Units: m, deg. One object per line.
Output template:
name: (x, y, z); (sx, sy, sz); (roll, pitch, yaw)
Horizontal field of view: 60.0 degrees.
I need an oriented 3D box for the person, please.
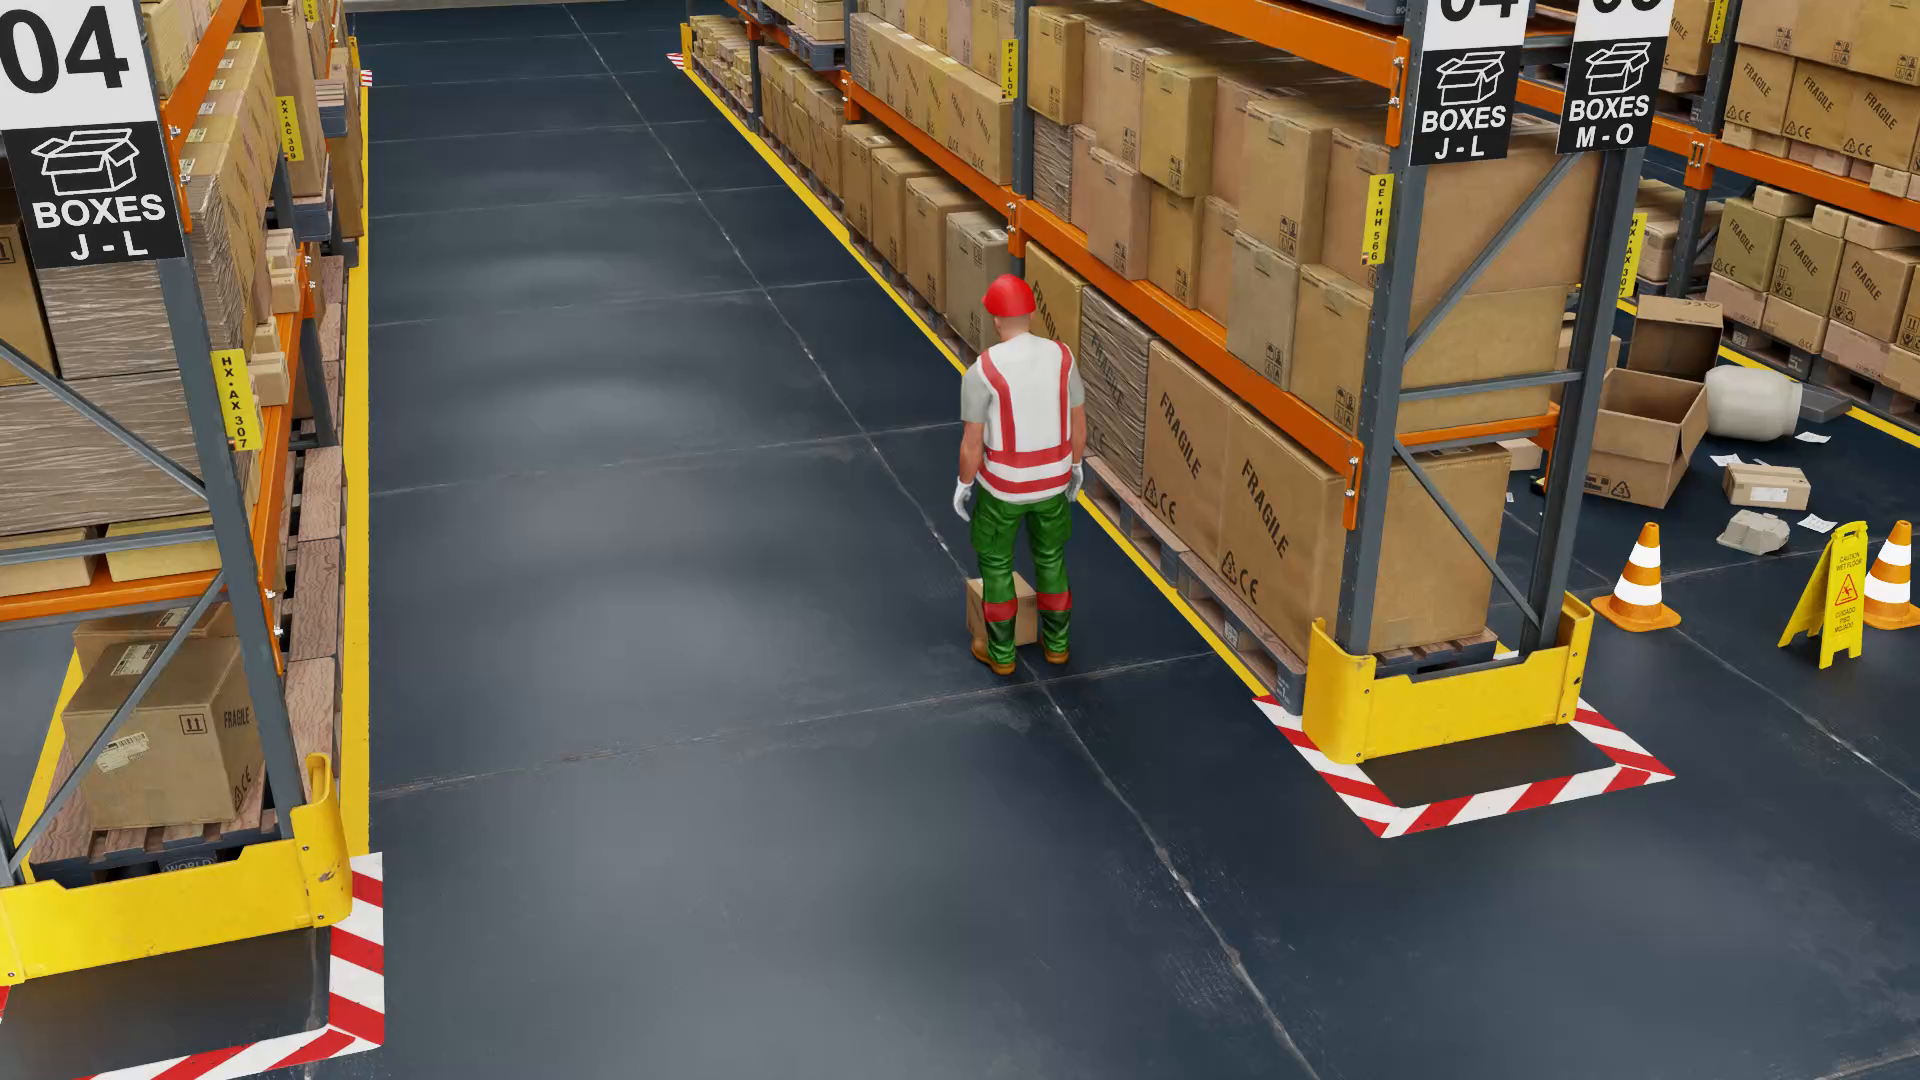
person: (0.269, -0.264, 7.137); (0.604, 1.778, 0.453); (-8, 27, -16)
